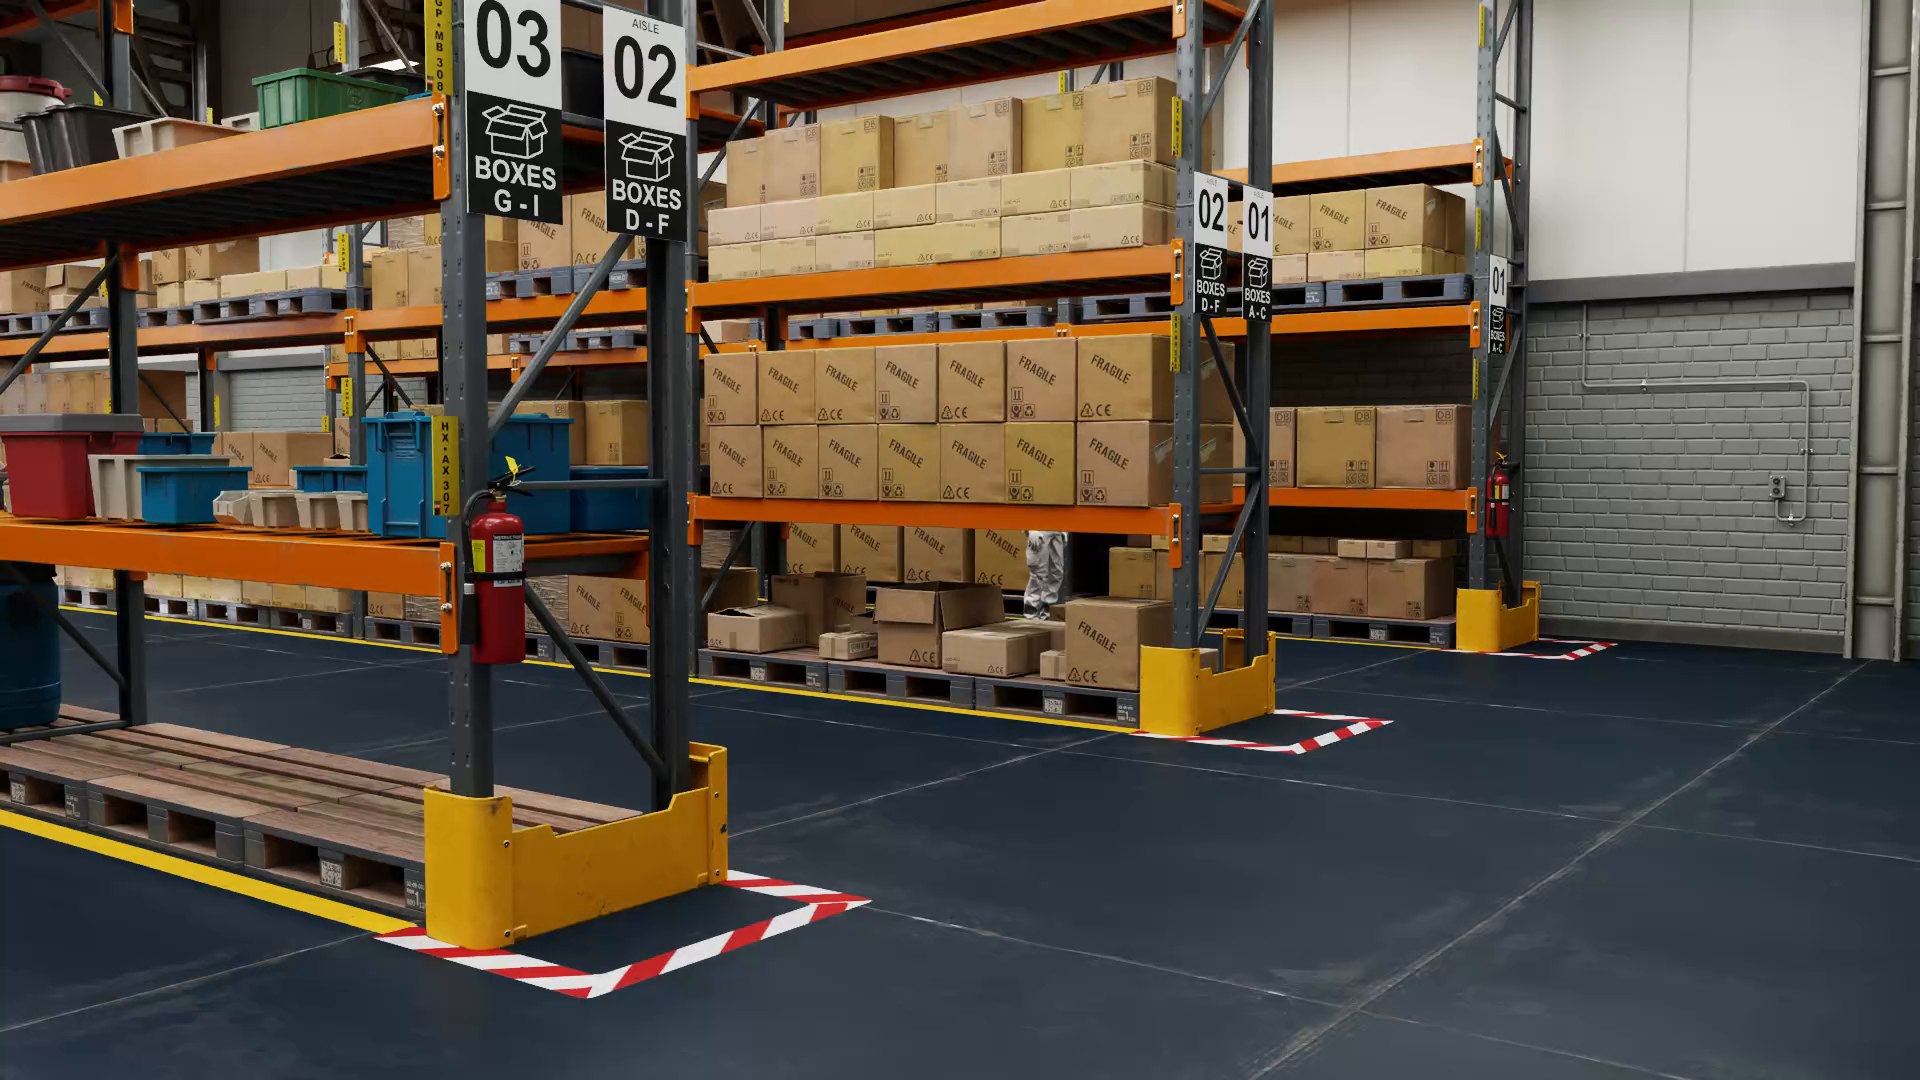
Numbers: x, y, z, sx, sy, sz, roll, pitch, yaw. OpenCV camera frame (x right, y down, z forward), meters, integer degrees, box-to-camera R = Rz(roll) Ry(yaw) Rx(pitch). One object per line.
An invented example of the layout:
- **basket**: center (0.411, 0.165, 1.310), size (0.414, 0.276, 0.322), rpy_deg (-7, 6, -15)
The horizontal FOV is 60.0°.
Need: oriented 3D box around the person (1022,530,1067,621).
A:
- **person**: center (0.779, -0.062, 14.845), size (0.452, 1.779, 0.618), rpy_deg (2, 4, 32)
